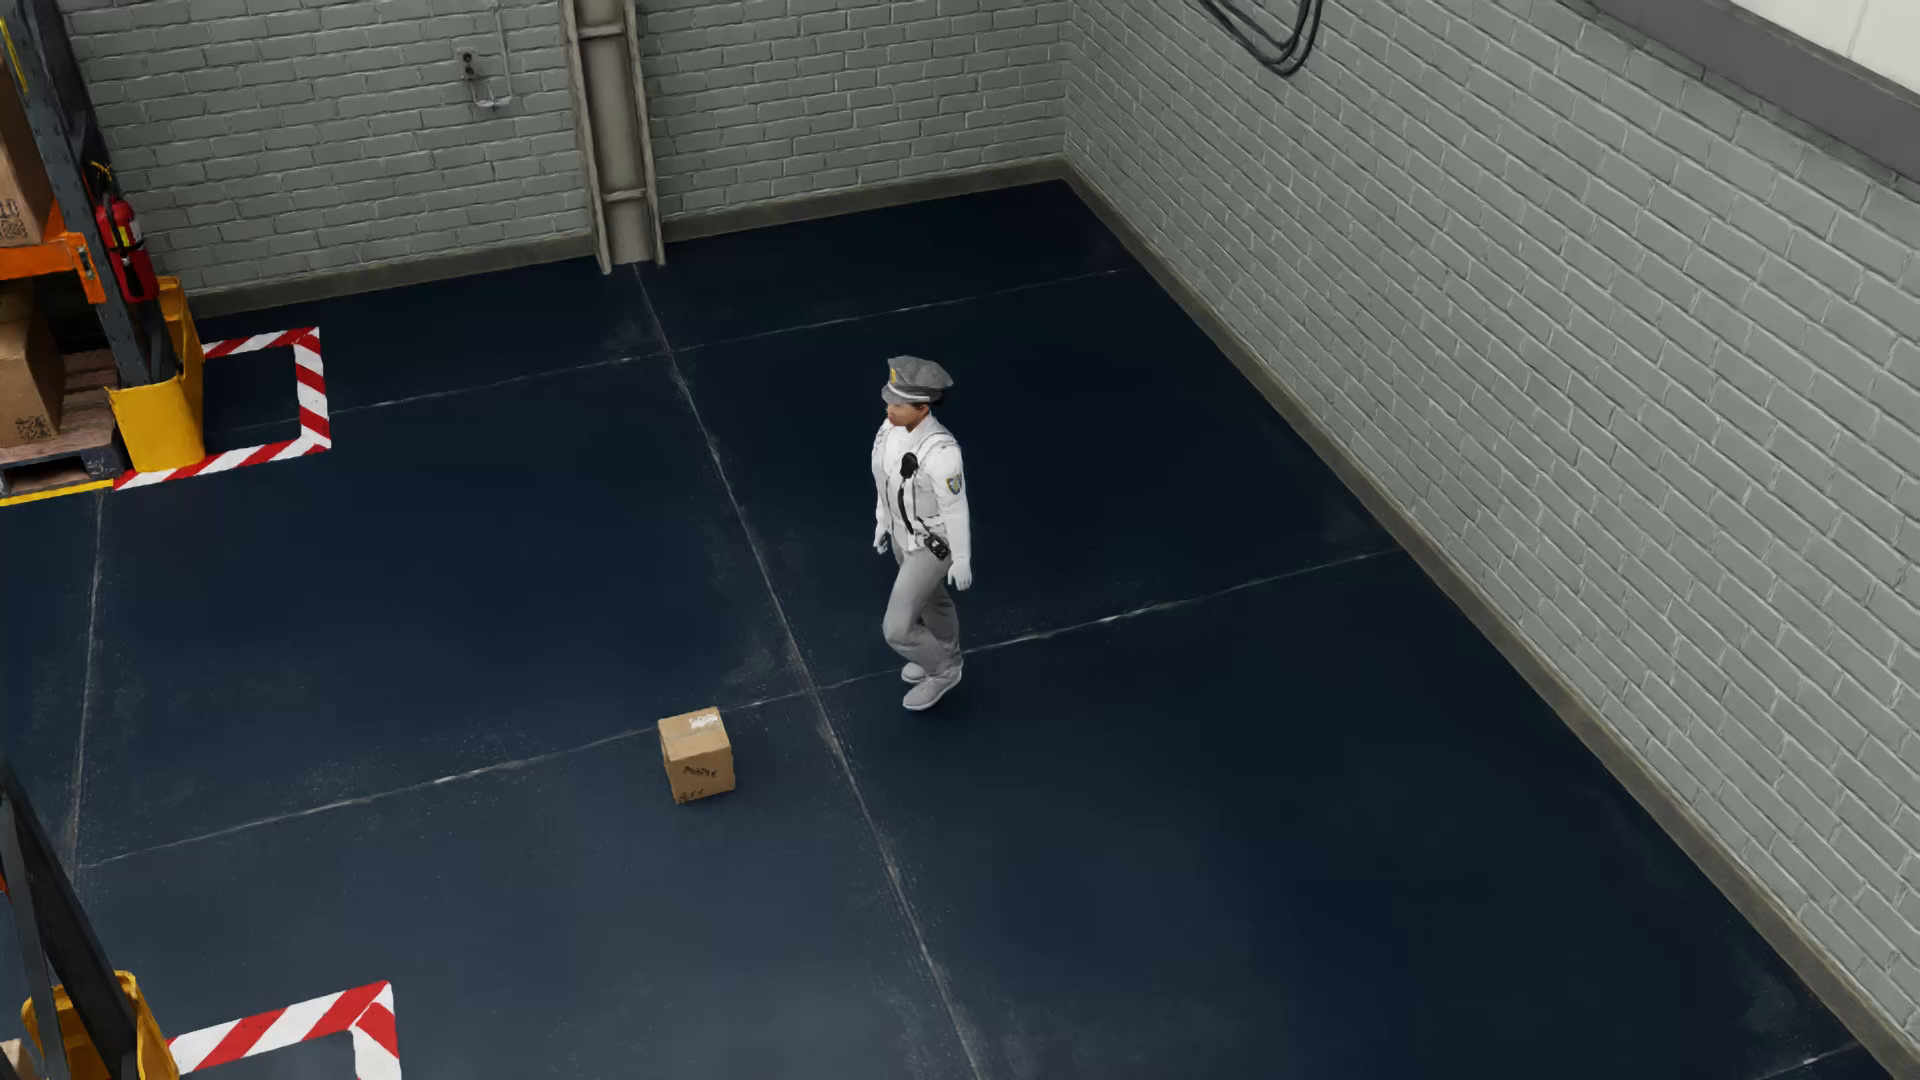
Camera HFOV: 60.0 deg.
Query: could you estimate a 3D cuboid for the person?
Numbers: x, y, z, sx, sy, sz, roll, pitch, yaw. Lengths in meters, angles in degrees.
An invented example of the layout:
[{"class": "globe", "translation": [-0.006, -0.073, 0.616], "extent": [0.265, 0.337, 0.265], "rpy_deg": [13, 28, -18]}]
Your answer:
[{"class": "person", "translation": [-0.169, -0.009, 6.752], "extent": [0.467, 1.680, 0.509], "rpy_deg": [-18, 42, -22]}]
